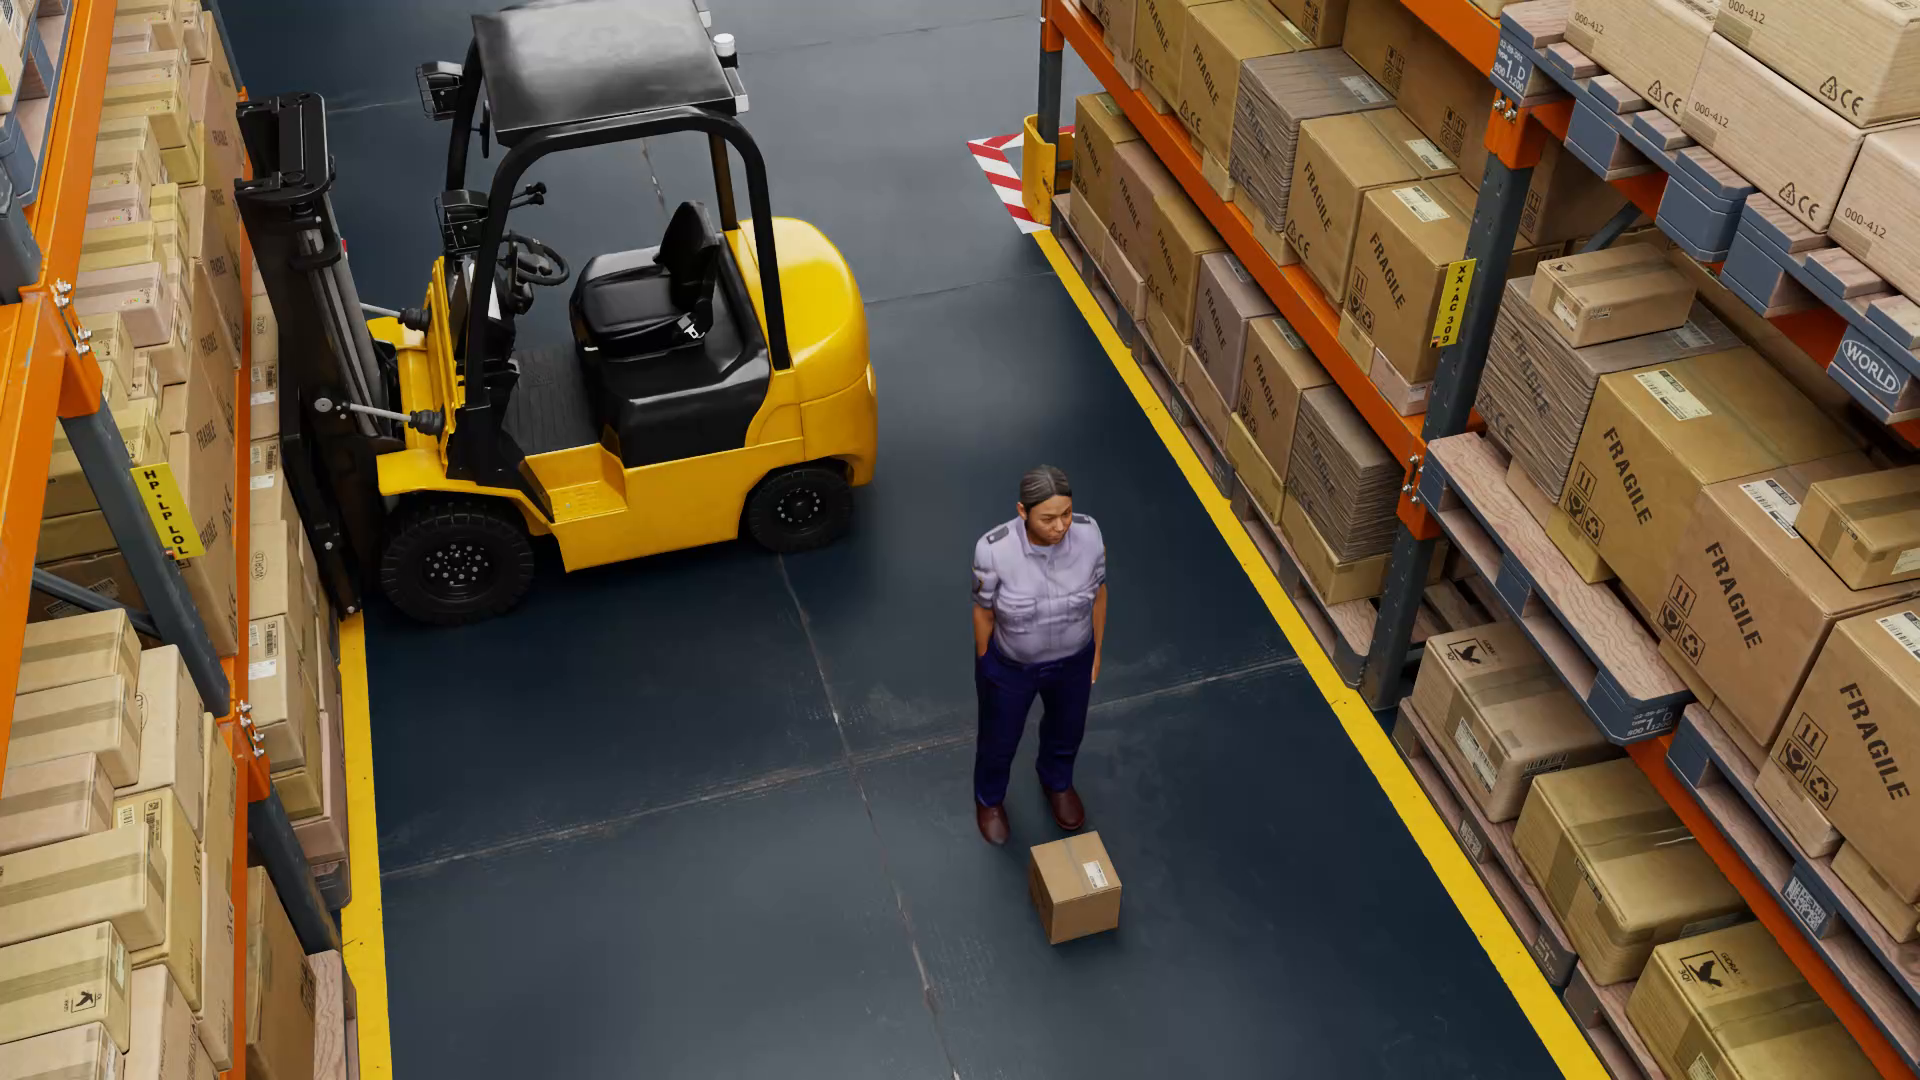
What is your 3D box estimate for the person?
[{"bbox_3d":[0.278,0.418,5.735,0.468,1.673,0.343,-11,44,-12],"label":"person"}]
